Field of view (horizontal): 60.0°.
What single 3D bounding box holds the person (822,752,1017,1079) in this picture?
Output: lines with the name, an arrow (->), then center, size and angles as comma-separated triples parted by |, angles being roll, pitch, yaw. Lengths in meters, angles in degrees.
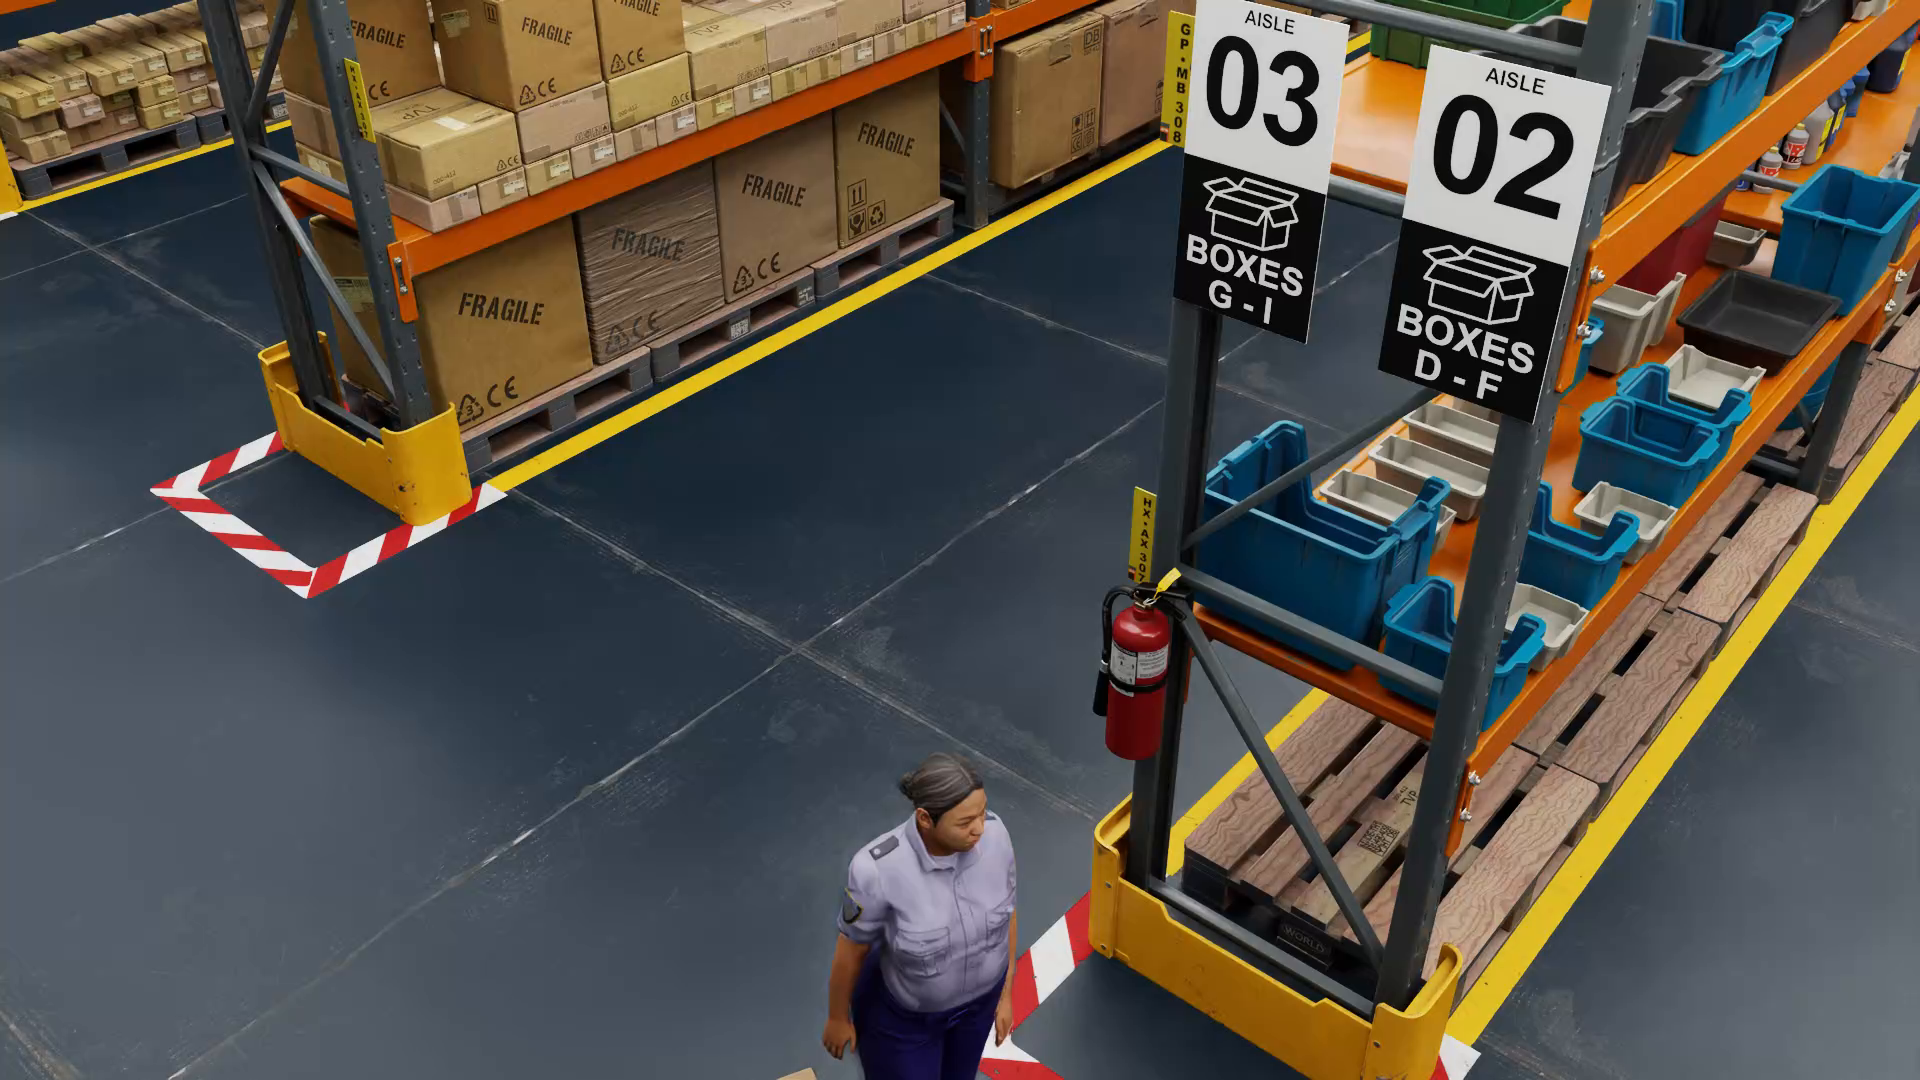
person -> -0.071, 1.301, 4.400 | 0.556, 1.548, 0.442 | -18, 39, -24
